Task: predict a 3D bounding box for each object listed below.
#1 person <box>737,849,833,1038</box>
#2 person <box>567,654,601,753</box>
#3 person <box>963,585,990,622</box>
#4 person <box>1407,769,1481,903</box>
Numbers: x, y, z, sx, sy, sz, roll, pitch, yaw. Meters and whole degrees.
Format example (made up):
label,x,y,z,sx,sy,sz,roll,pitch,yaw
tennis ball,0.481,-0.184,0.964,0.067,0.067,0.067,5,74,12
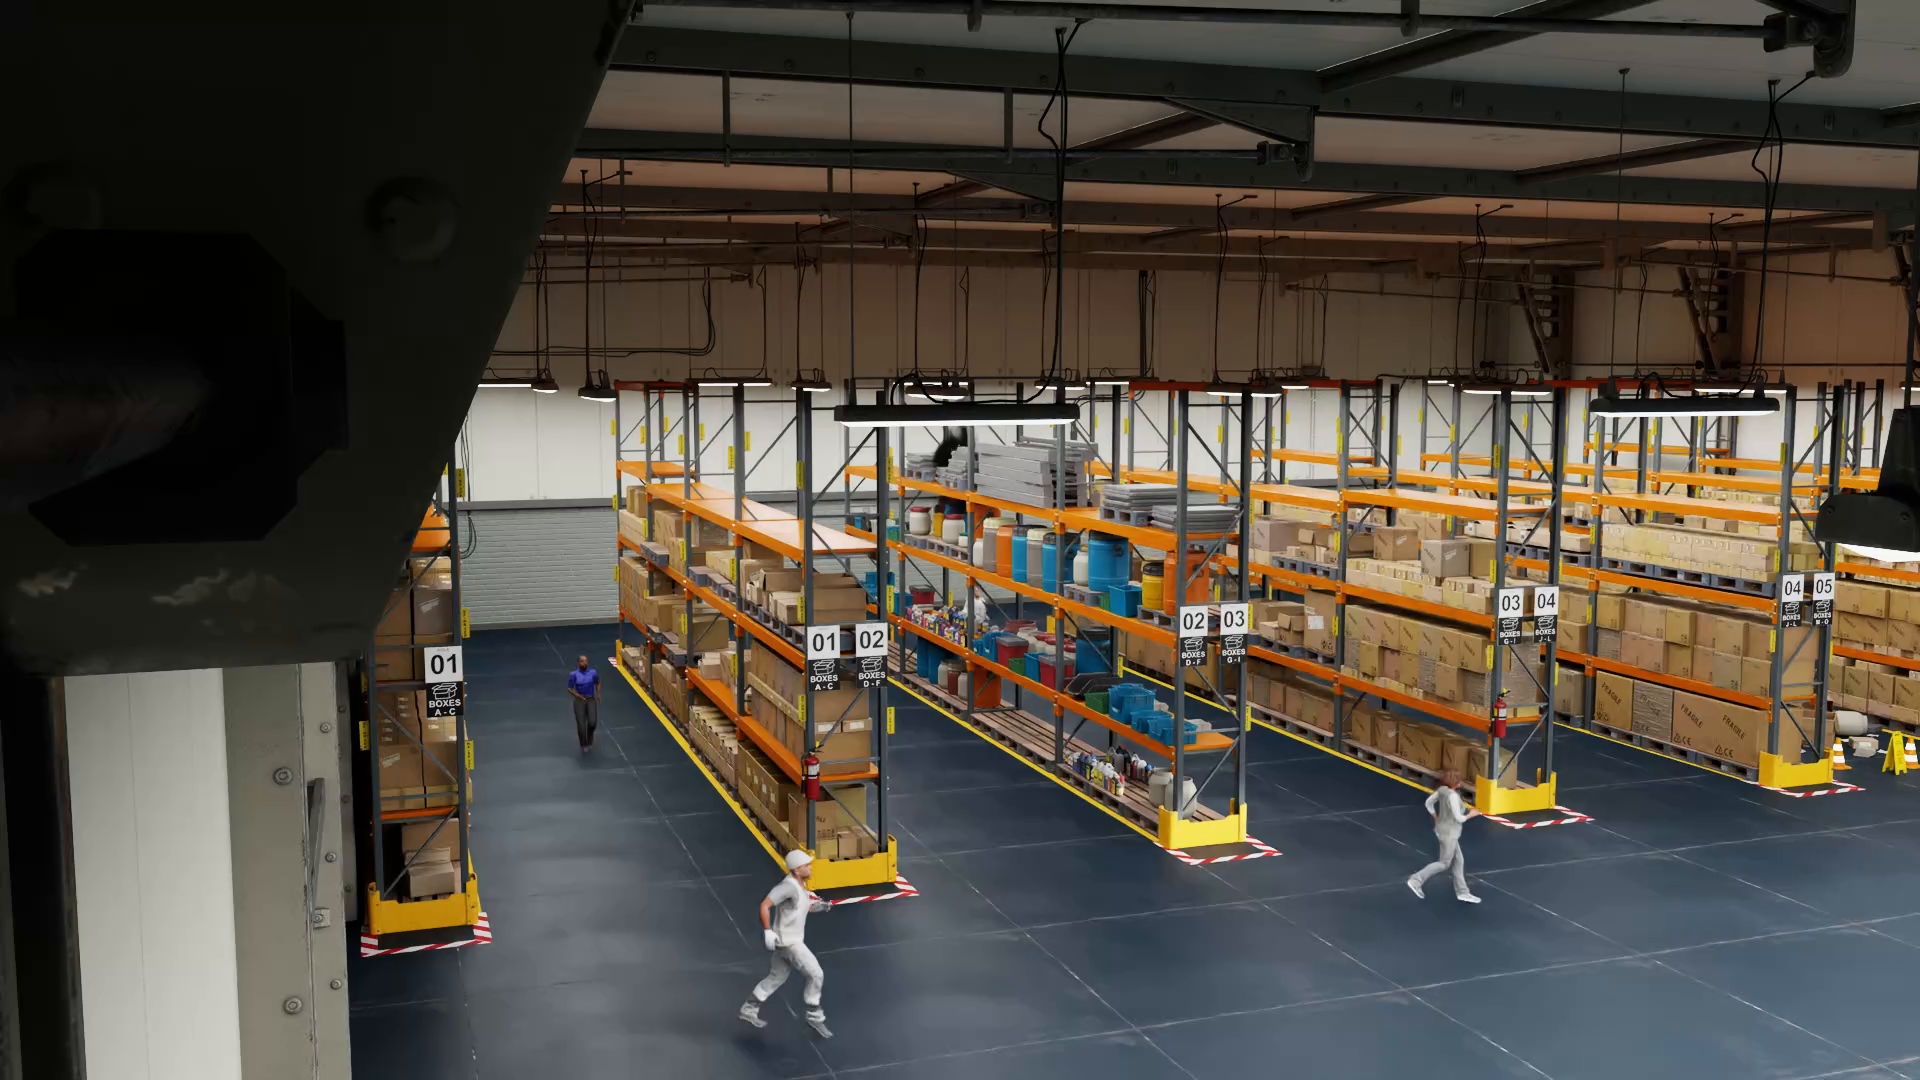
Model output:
label,x,y,z,sx,sy,sz,roll,pitch,yaw
person,-1.650,3.802,15.616,0.896,1.825,0.693,0,6,0
person,-6.098,2.677,27.097,0.569,1.607,0.529,-2,7,-22
person,0.378,1.723,35.400,0.625,1.572,0.818,-3,7,-28
person,5.674,3.462,19.445,0.881,1.586,0.537,0,6,1
